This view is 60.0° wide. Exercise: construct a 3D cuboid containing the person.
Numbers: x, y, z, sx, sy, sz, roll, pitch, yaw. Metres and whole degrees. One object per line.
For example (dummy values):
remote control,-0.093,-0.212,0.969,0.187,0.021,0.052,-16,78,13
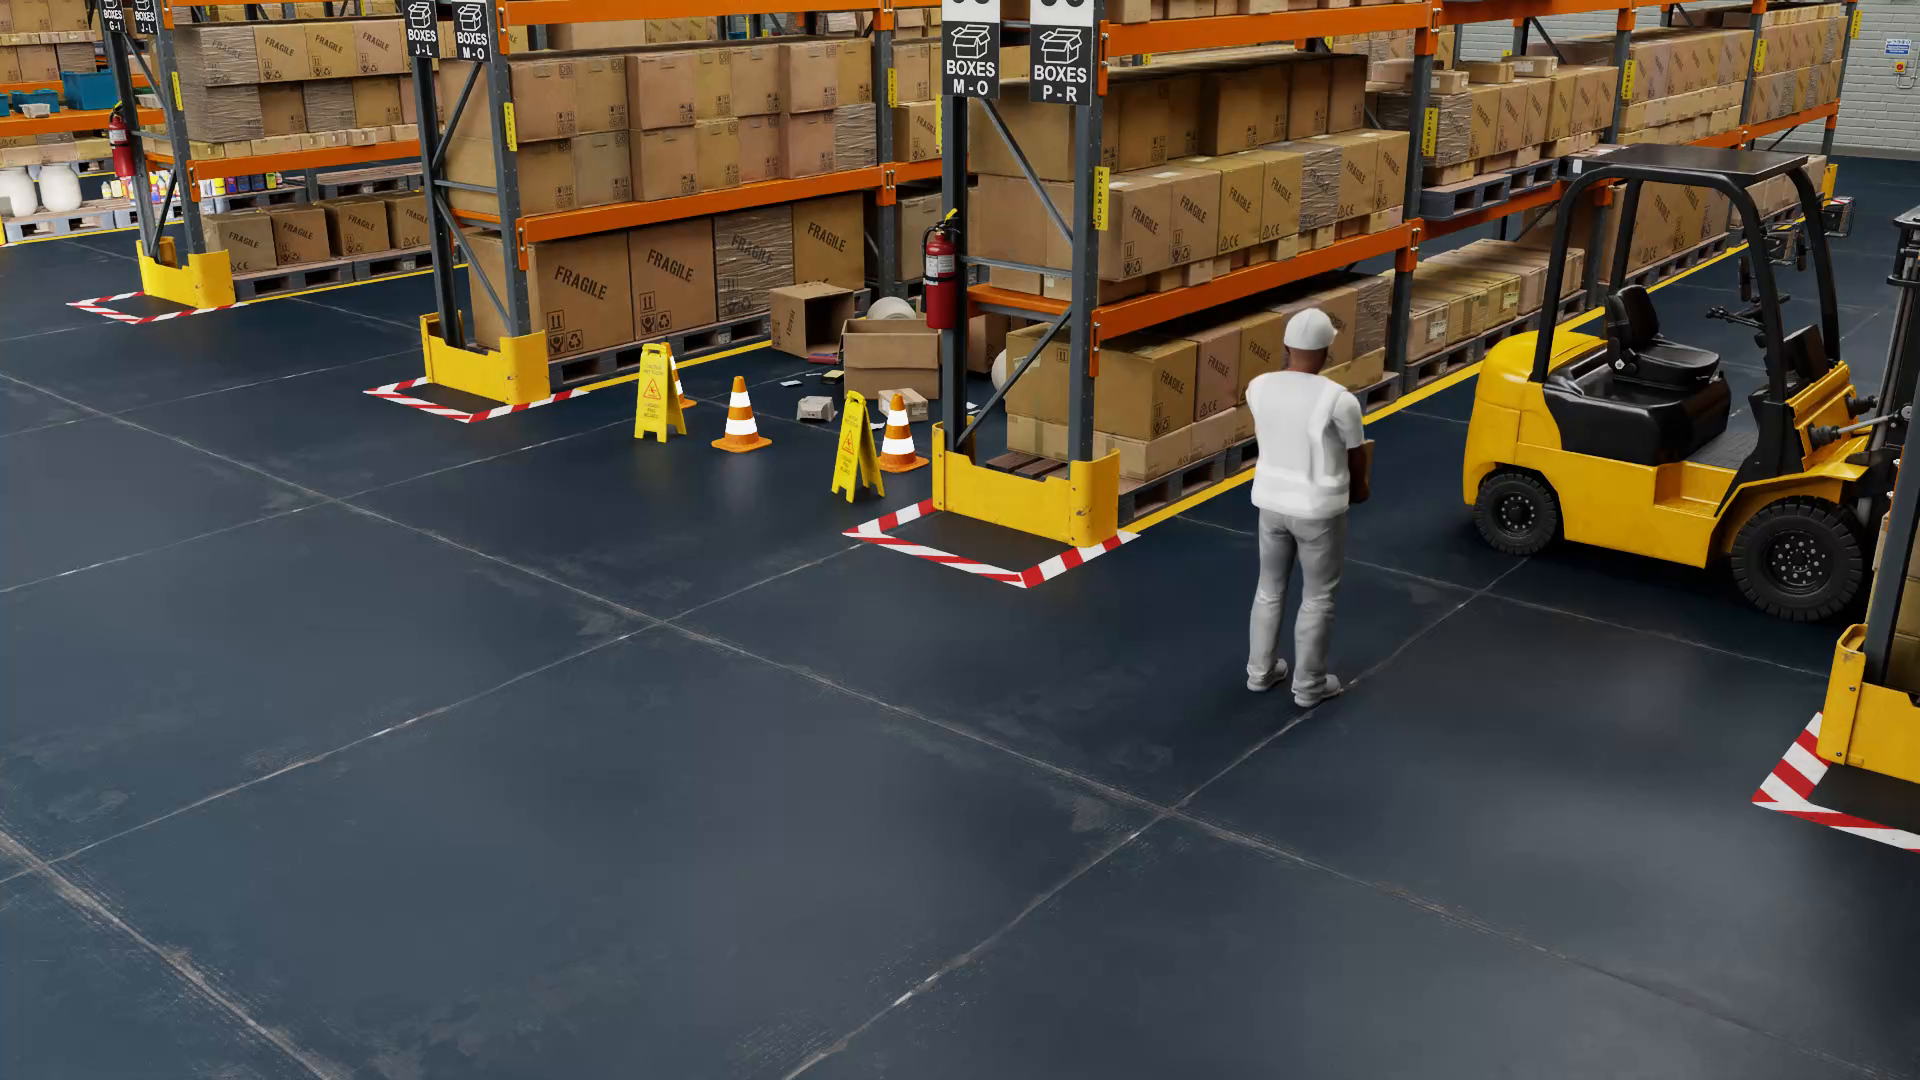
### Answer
person,1.550,-0.172,7.365,0.505,1.763,0.568,16,25,36
